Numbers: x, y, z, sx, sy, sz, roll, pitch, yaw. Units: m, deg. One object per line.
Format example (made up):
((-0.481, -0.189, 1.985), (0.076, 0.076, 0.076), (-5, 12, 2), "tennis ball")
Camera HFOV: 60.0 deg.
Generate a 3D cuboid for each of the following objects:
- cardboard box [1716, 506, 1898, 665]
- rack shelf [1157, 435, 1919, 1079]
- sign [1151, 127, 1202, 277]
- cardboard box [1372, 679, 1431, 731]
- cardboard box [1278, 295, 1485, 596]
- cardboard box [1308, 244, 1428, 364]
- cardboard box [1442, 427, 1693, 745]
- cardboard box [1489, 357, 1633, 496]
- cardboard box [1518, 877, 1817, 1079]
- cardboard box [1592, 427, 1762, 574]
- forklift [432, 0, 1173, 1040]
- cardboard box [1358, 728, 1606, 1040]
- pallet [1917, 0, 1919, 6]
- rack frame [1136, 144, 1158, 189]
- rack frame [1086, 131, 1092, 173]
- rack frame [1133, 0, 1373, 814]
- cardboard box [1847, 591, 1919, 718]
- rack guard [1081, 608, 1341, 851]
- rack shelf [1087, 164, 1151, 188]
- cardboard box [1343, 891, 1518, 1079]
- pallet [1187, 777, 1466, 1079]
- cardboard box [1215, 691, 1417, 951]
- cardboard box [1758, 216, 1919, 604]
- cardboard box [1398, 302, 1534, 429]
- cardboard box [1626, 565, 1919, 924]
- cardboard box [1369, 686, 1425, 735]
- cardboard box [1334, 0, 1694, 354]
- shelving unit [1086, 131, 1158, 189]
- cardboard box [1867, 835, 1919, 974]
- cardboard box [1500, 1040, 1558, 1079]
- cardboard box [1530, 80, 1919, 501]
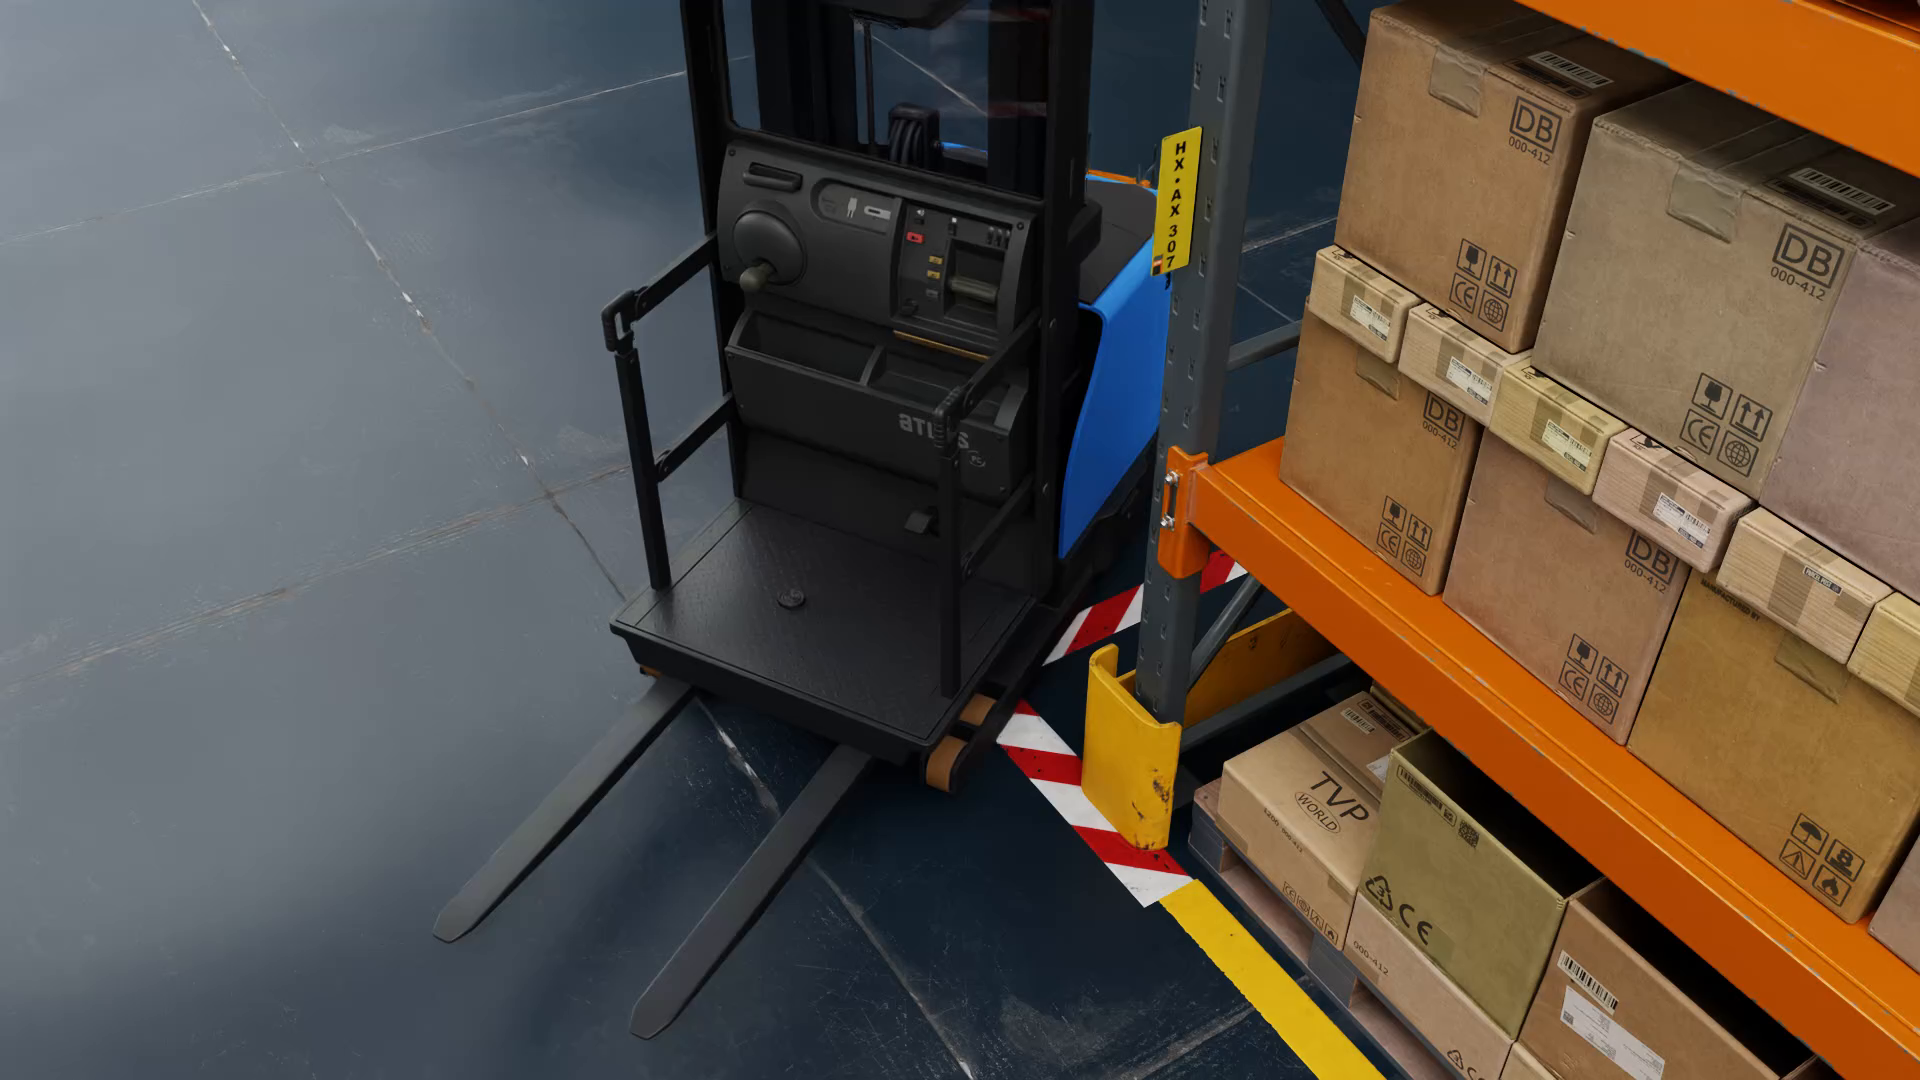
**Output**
((1.514, 0.016, 2.802), (0.380, 0.149, 0.250), (-24, 45, -26), "cardboard box")
((2.004, 0.817, 2.988), (1.077, 0.370, 4.000), (-22, 45, -24), "rack shelf")
((0.457, -0.714, 3.525), (0.100, 0.325, 0.005), (-22, 45, -24), "sign")
((1.468, 0.255, 4.334), (0.500, 0.500, 0.500), (-22, 45, -24), "cardboard box")
((1.169, -0.321, 3.713), (0.700, 0.500, 0.500), (-22, 45, -24), "cardboard box")
((0.958, -0.540, 3.470), (0.380, 0.149, 0.250), (-23, 45, -25), "cardboard box")
((1.455, -0.039, 3.375), (0.700, 0.500, 0.500), (-21, 44, -23), "cardboard box")
((1.235, -0.264, 3.138), (0.380, 0.149, 0.250), (-22, 45, -24), "cardboard box")
((1.579, 0.969, 3.478), (0.500, 0.500, 0.500), (-22, 45, -24), "cardboard box")
((1.369, -0.127, 2.974), (0.380, 0.149, 0.250), (-23, 45, -25), "cardboard box")
((-0.342, -0.719, 4.323), (1.130, 2.935, 3.031), (18, 43, 21), "forklift")
((1.300, 0.704, 3.796), (0.500, 0.500, 0.500), (-22, 45, -24), "cardboard box")
((1.947, -0.607, 1.861), (1.003, 0.211, 1.213), (-22, 45, -24), "pallet")
((0.628, -0.895, 5.994), (0.008, 1.050, 0.200), (16, 39, 18), "rack frame")
((0.405, -0.958, 6.070), (0.008, 1.050, 0.200), (16, 39, 18), "rack frame")
((0.929, -0.539, 4.053), (1.000, 3.000, 0.127), (-22, 45, -24), "rack frame")
((1.652, 0.154, 2.637), (0.380, 0.149, 0.250), (-23, 45, -25), "cardboard box")
((0.916, 0.409, 4.869), (1.175, 0.500, 0.348), (-22, 45, -24), "rack guard")
((0.524, -1.146, 5.869), (0.240, 0.259, 0.215), (16, 39, 18), "rack shelf")
((1.301, 0.991, 4.037), (0.500, 0.250, 0.500), (-22, 45, -24), "cardboard box")
((1.375, 0.931, 4.468), (1.003, 0.211, 1.213), (-22, 45, -24), "pallet")
((1.029, 0.723, 4.360), (0.500, 0.250, 0.500), (-22, 45, -24), "cardboard box")
((1.756, -0.237, 2.599), (0.700, 0.500, 0.500), (-22, 45, -24), "cardboard box")
((1.102, -0.399, 3.300), (0.380, 0.149, 0.250), (-23, 45, -25), "cardboard box")
((1.717, 0.231, 3.051), (0.700, 0.500, 0.500), (-22, 45, -24), "cardboard box")
((1.466, 0.544, 4.574), (0.500, 0.250, 0.500), (-22, 45, -24), "cardboard box")
((1.197, -0.790, 3.264), (0.700, 0.500, 0.500), (-22, 45, -24), "cardboard box")
((0.517, -0.927, 6.032), (0.252, 1.050, 0.215), (16, 39, 18), "shelving unit")
((2.004, 0.514, 2.712), (0.700, 0.500, 0.500), (-21, 44, -23), "cardboard box")
((1.570, 1.261, 3.713), (0.500, 0.250, 0.500), (-22, 45, -24), "cardboard box")
((1.485, -0.508, 2.925), (0.700, 0.500, 0.500), (-23, 45, -25), "cardboard box")
